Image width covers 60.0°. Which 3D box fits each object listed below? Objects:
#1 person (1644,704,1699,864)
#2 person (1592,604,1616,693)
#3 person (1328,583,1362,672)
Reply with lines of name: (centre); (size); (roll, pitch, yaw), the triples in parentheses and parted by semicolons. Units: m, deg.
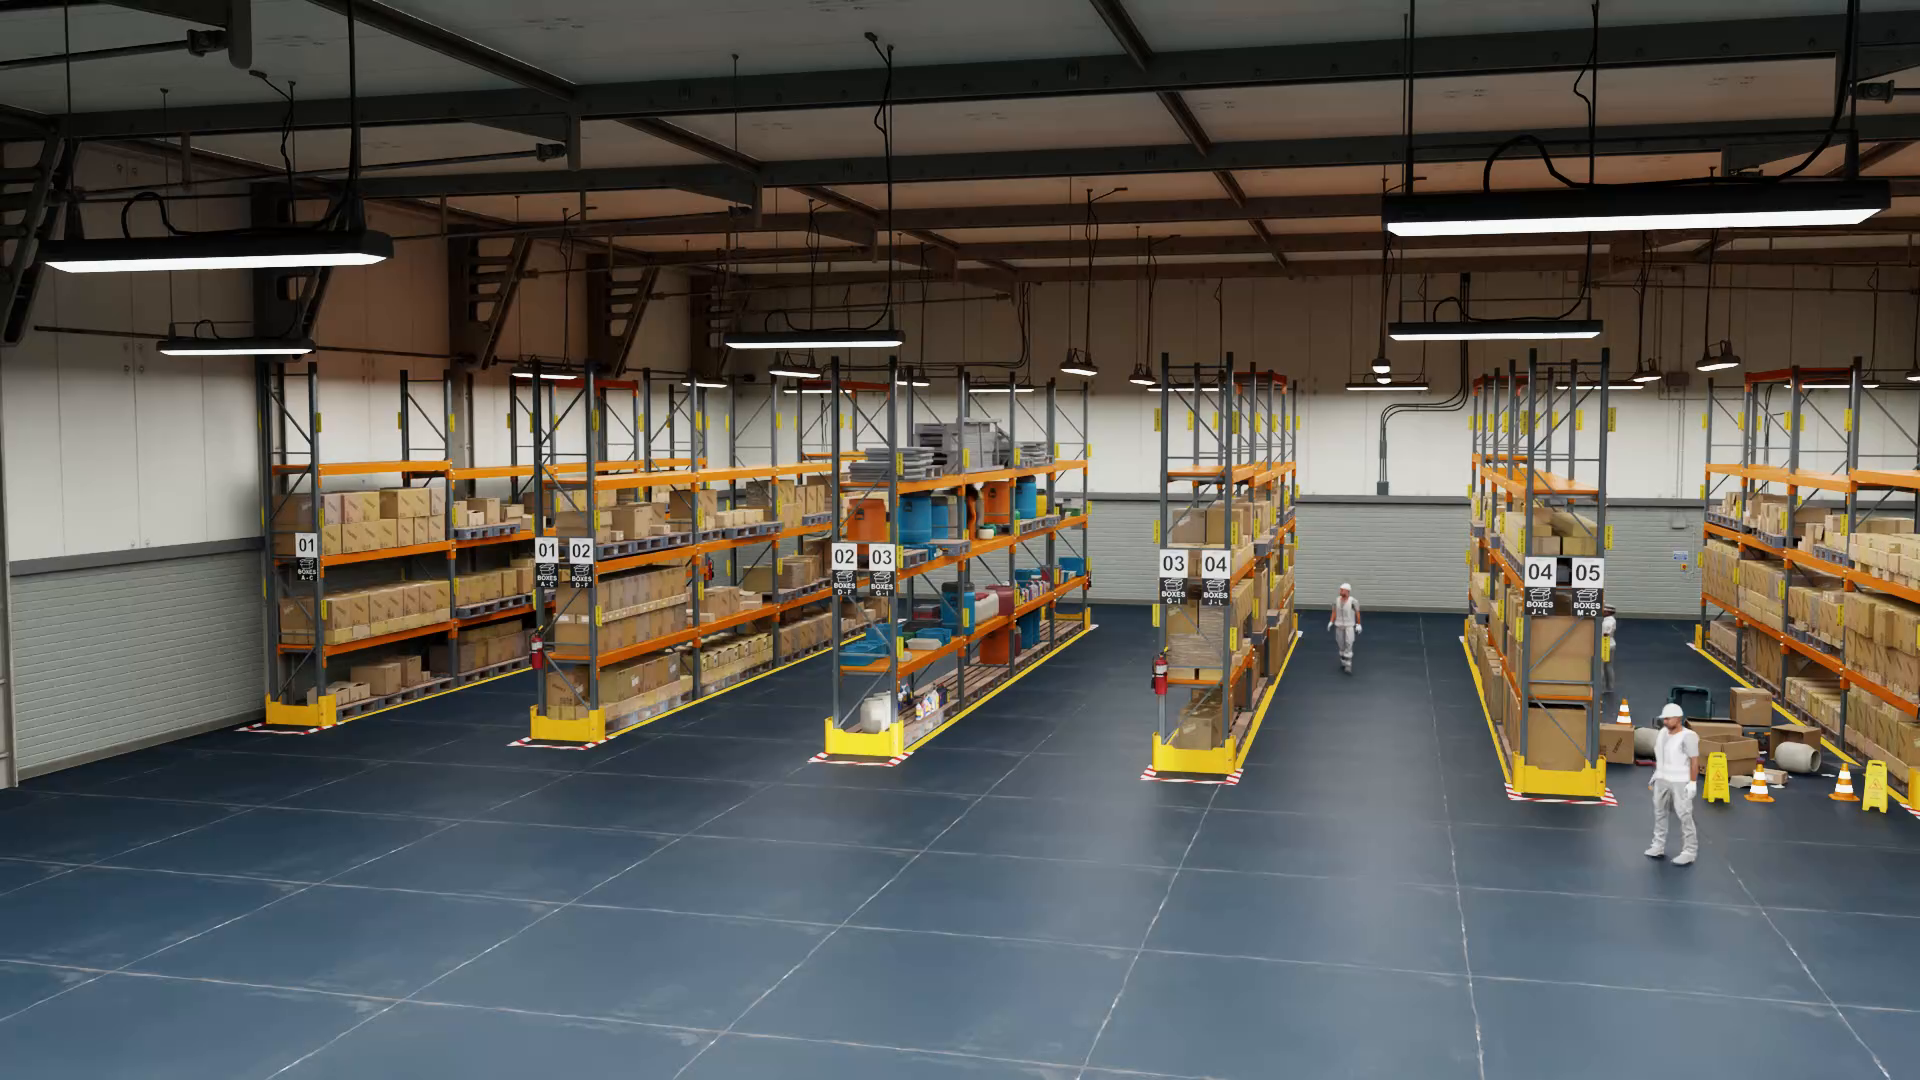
person: (8.145, 2.763, 19.065); (0.424, 1.782, 0.631); (-2, 5, -27)
person: (11.890, 2.014, 30.756); (0.439, 1.682, 0.547); (4, 5, 43)
person: (7.746, 1.740, 33.518); (0.654, 1.734, 0.979); (2, 4, 20)
